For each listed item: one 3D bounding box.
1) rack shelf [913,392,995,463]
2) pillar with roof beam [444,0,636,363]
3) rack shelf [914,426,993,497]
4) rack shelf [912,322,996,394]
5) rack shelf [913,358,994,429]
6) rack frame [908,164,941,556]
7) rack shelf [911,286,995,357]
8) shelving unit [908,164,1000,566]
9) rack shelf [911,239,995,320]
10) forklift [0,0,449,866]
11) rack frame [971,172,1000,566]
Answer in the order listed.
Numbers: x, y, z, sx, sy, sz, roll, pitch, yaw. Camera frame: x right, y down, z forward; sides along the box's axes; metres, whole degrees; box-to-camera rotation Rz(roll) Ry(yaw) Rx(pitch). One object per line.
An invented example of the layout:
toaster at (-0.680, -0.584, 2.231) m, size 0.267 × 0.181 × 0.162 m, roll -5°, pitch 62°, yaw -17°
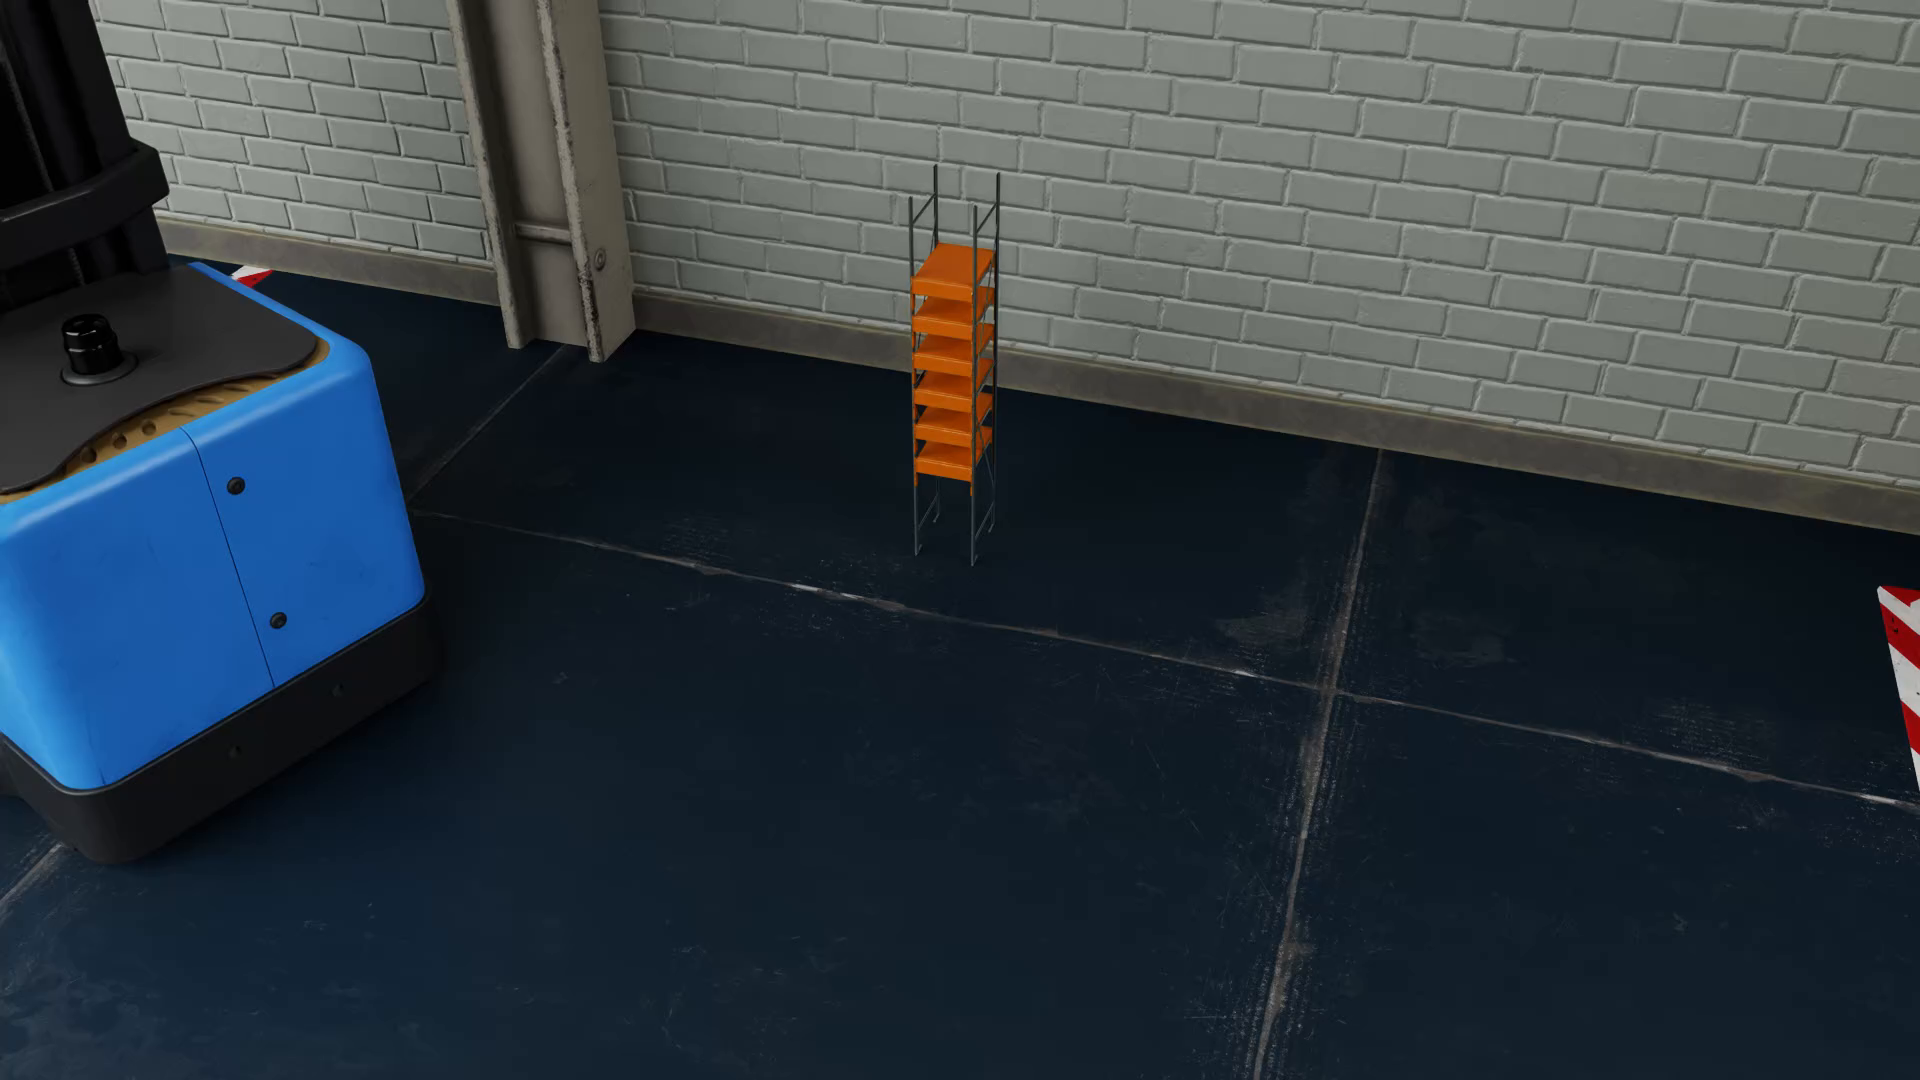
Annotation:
rack shelf at (-0.014, -0.353, 4.995) m, size 0.180 × 0.103 × 0.258 m, roll 10°, pitch 38°, yaw 14°
pillar with roof beam at (-2.746, -1.965, 0.328) m, size 0.400 × 9.000 × 9.100 m, roll 10°, pitch 38°, yaw 14°
rack shelf at (-0.014, -0.257, 5.066) m, size 0.180 × 0.103 × 0.258 m, roll 10°, pitch 38°, yaw 14°
rack shelf at (-0.014, -0.547, 4.853) m, size 0.180 × 0.103 × 0.258 m, roll 10°, pitch 38°, yaw 14°
rack shelf at (-0.014, -0.450, 4.924) m, size 0.180 × 0.103 × 0.258 m, roll 10°, pitch 38°, yaw 14°
rack frame at (-0.101, -0.502, 4.920) m, size 0.006 × 1.200 × 0.240 m, roll 10°, pitch 38°, yaw 14°
rack shelf at (-0.014, -0.643, 4.782) m, size 0.180 × 0.103 × 0.258 m, roll 10°, pitch 38°, yaw 14°
shelving unit at (-0.014, -0.486, 4.898) m, size 0.189 × 1.200 × 0.258 m, roll 10°, pitch 38°, yaw 14°
rack shelf at (-0.014, -0.740, 4.711) m, size 0.180 × 0.103 × 0.258 m, roll 10°, pitch 38°, yaw 14°
forklift at (-2.900, -1.107, 4.281) m, size 3.031 × 2.935 × 1.130 m, roll 25°, pitch 43°, yaw 30°
rack frame at (0.074, -0.470, 4.876) m, size 0.006 × 1.200 × 0.240 m, roll 10°, pitch 38°, yaw 14°
